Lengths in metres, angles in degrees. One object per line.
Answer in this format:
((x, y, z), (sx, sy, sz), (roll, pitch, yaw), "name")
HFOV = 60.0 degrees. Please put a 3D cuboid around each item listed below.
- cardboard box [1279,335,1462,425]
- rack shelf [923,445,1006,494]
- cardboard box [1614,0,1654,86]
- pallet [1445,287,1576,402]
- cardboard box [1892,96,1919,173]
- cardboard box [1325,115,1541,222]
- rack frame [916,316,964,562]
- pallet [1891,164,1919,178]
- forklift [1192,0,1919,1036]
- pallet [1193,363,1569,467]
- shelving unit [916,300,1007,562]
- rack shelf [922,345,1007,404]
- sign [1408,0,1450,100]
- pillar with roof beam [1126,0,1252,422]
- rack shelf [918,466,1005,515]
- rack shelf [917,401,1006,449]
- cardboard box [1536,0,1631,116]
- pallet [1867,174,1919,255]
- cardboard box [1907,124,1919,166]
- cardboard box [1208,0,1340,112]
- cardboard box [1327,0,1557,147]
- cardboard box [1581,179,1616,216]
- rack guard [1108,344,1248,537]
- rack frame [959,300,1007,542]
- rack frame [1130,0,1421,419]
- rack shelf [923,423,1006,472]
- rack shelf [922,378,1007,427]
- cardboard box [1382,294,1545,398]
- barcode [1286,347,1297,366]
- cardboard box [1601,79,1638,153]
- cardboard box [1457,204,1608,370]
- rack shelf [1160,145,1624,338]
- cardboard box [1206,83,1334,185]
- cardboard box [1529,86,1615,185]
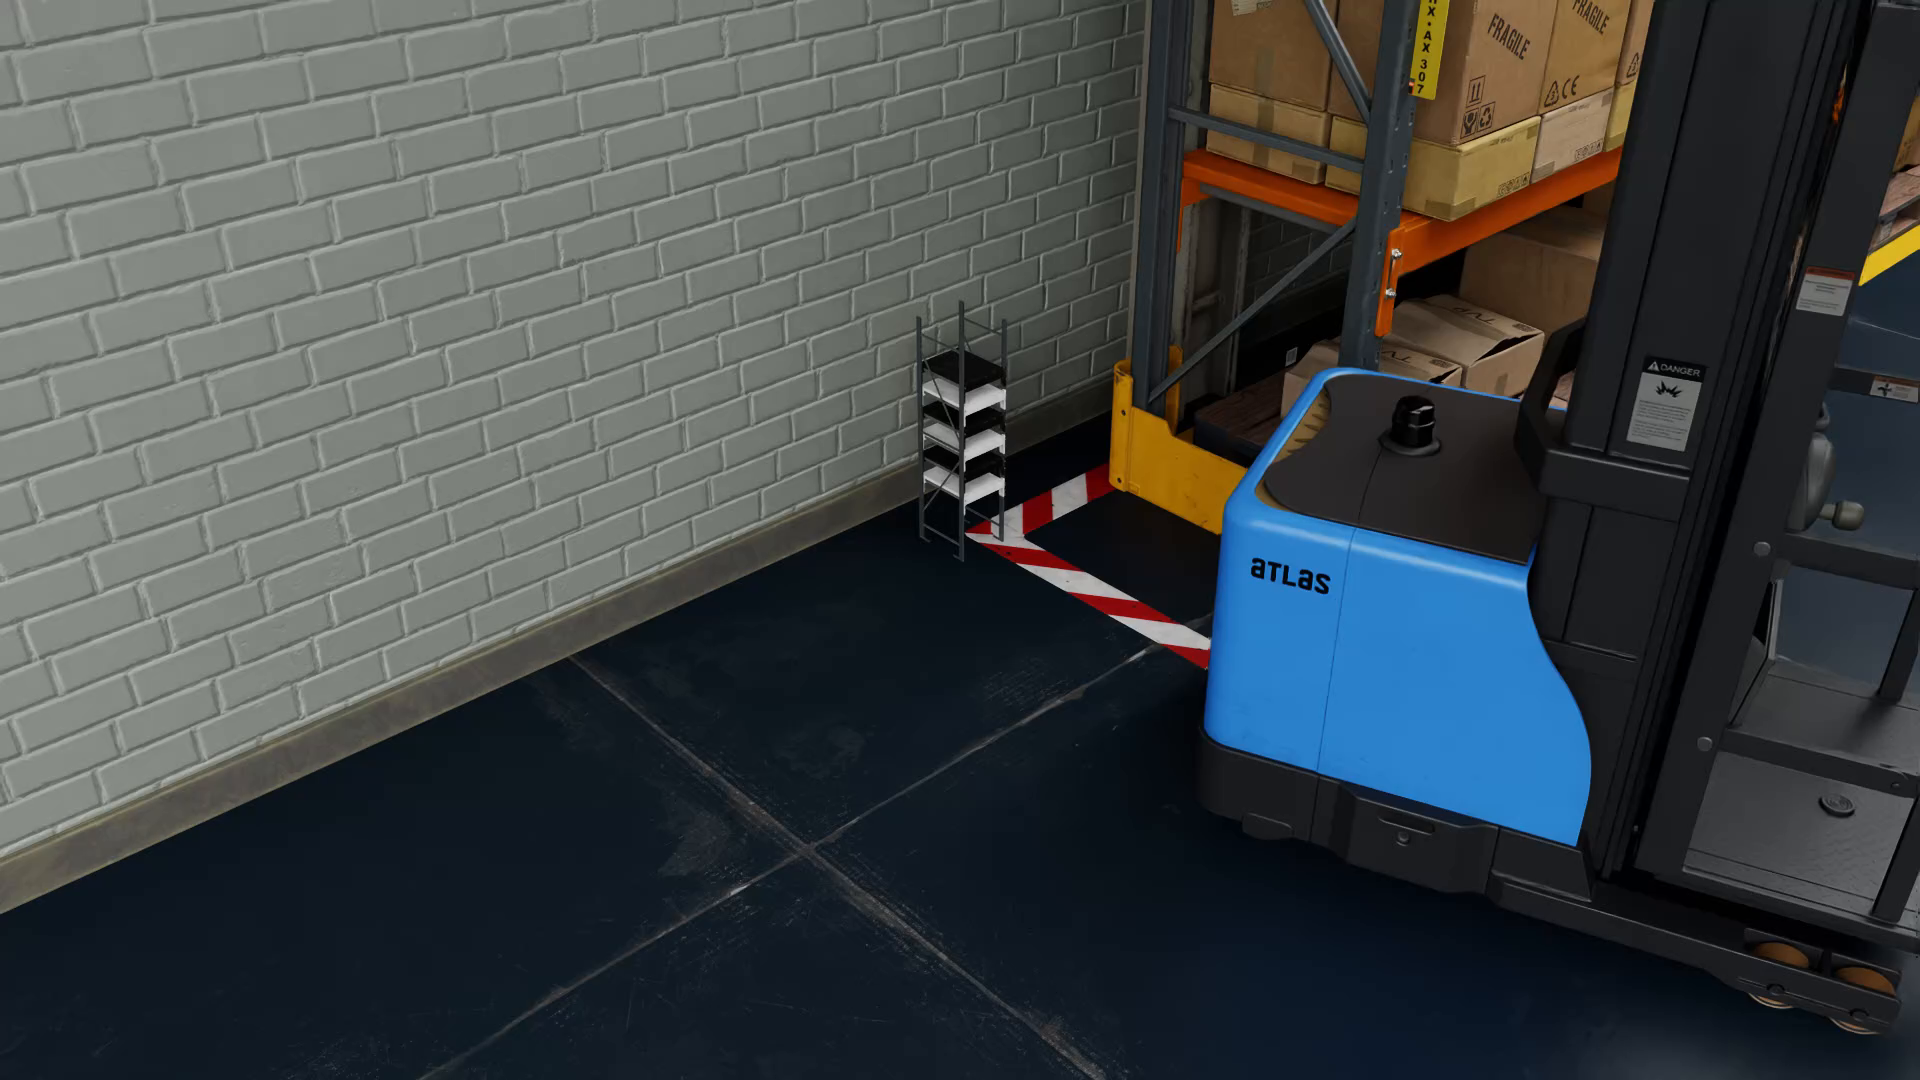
((1.601, -0.579, 6.478), (0.500, 0.311, 0.500), (24, 39, 34), "cardboard box")
((0.006, -0.282, 6.084), (0.200, 0.077, 0.258), (-26, 40, -35), "rack shelf")
((2.339, -1.999, 6.050), (0.500, 0.500, 0.500), (-27, 41, -37), "cardboard box")
((2.602, -0.870, 7.471), (1.213, 0.211, 1.003), (-26, 40, -35), "pallet")
((4.839, -2.338, 9.172), (0.500, 0.500, 0.700), (-27, 40, -36), "cardboard box")
((1.606, -1.324, 5.665), (0.500, 0.250, 0.500), (-27, 41, -37), "cardboard box")
((-0.069, -0.351, 5.961), (0.006, 0.900, 0.240), (-26, 40, -35), "rack frame")
((5.431, -2.269, 9.758), (1.213, 0.211, 1.003), (-26, 40, -35), "pallet")
((2.240, -0.319, 3.963), (3.031, 2.935, 1.130), (14, 34, 22), "forklift")
((1.708, -0.440, 6.767), (1.213, 0.211, 1.003), (-26, 40, -35), "pallet")
((0.006, -0.387, 6.020), (0.210, 0.900, 0.258), (-26, 40, -35), "shelving unit")
((0.006, -0.589, 5.896), (0.200, 0.077, 0.258), (-26, 40, -35), "rack shelf")
((1.402, -1.490, 4.981), (0.005, 0.325, 0.100), (-26, 40, -35), "sign")
((3.885, -2.820, 2.235), (0.400, 9.000, 9.100), (-26, 40, -35), "pillar with roof beam")
((0.006, -0.205, 6.131), (0.200, 0.077, 0.258), (-26, 40, -35), "rack shelf")
((0.006, -0.435, 5.990), (0.200, 0.077, 0.258), (-26, 40, -35), "rack shelf")
((1.956, -1.818, 5.754), (0.500, 0.500, 0.500), (-26, 40, -35), "cardboard box")
((4.536, -1.834, 9.046), (1.213, 0.211, 1.003), (-26, 40, -35), "pallet")
((5.241, -2.503, 9.443), (0.500, 0.500, 0.700), (-25, 40, -35), "cardboard box")
((1.234, -1.841, 5.791), (0.500, 0.500, 0.500), (-26, 40, -36), "cardboard box")
((1.587, -1.647, 5.473), (0.500, 0.500, 0.500), (-26, 40, -35), "cardboard box")
((3.232, -1.484, 7.777), (0.500, 0.500, 0.500), (26, 40, 35), "cardboard box")
((1.088, -0.288, 6.242), (0.348, 0.500, 1.175), (-26, 40, -35), "rack guard")
((0.080, -0.423, 6.079), (0.006, 0.900, 0.240), (-26, 40, -35), "rack frame")
((1.033, -1.328, 5.546), (0.127, 3.000, 1.000), (-26, 40, -35), "rack frame")
((0.006, -0.358, 6.037), (0.200, 0.077, 0.258), (-26, 40, -35), "rack shelf")
((0.006, -0.512, 5.943), (0.200, 0.077, 0.258), (-26, 40, -35), "rack shelf")
((2.019, -0.782, 6.809), (0.500, 0.311, 0.500), (-22, 38, -32), "cardboard box")
((1.343, -0.743, 6.736), (0.075, 0.075, 0.001), (-26, 40, -35), "barcode")
((2.355, -1.692, 6.266), (0.500, 0.250, 0.500), (-27, 40, -36), "cardboard box")
((2.591, -1.103, 7.154), (0.700, 0.500, 0.500), (26, 40, 36), "cardboard box")
((2.499, -1.730, 6.894), (4.000, 0.370, 1.077), (-26, 40, -35), "rack shelf")
((1.244, -1.512, 5.973), (0.500, 0.250, 0.500), (-25, 39, -35), "cardboard box")
((1.977, -1.514, 5.975), (0.500, 0.250, 0.500), (-27, 41, -37), "cardboard box")
